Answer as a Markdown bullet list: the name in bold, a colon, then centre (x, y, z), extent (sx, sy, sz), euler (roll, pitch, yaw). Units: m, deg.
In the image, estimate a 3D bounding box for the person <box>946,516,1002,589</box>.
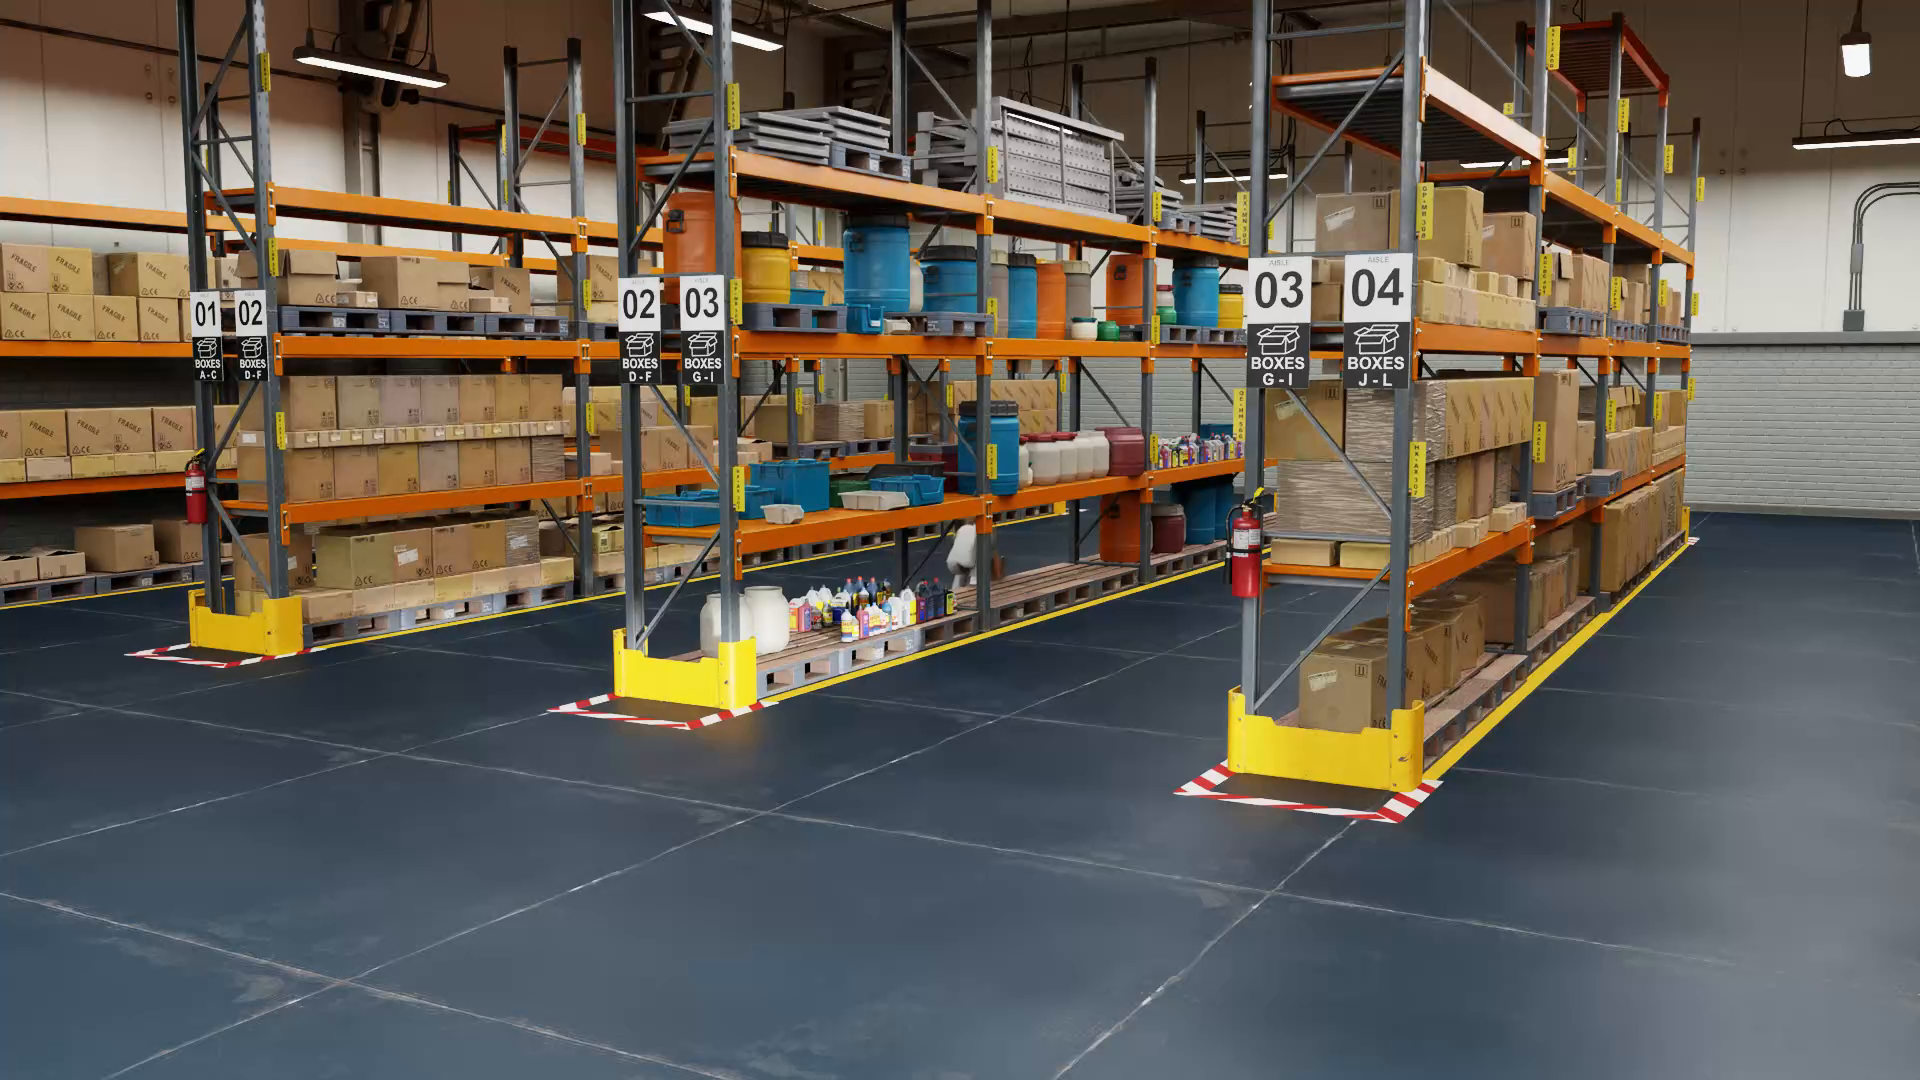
- **person**: centre (0.132, 0.200, 17.976), extent (0.479, 0.939, 0.799), euler (3, 7, 28)
